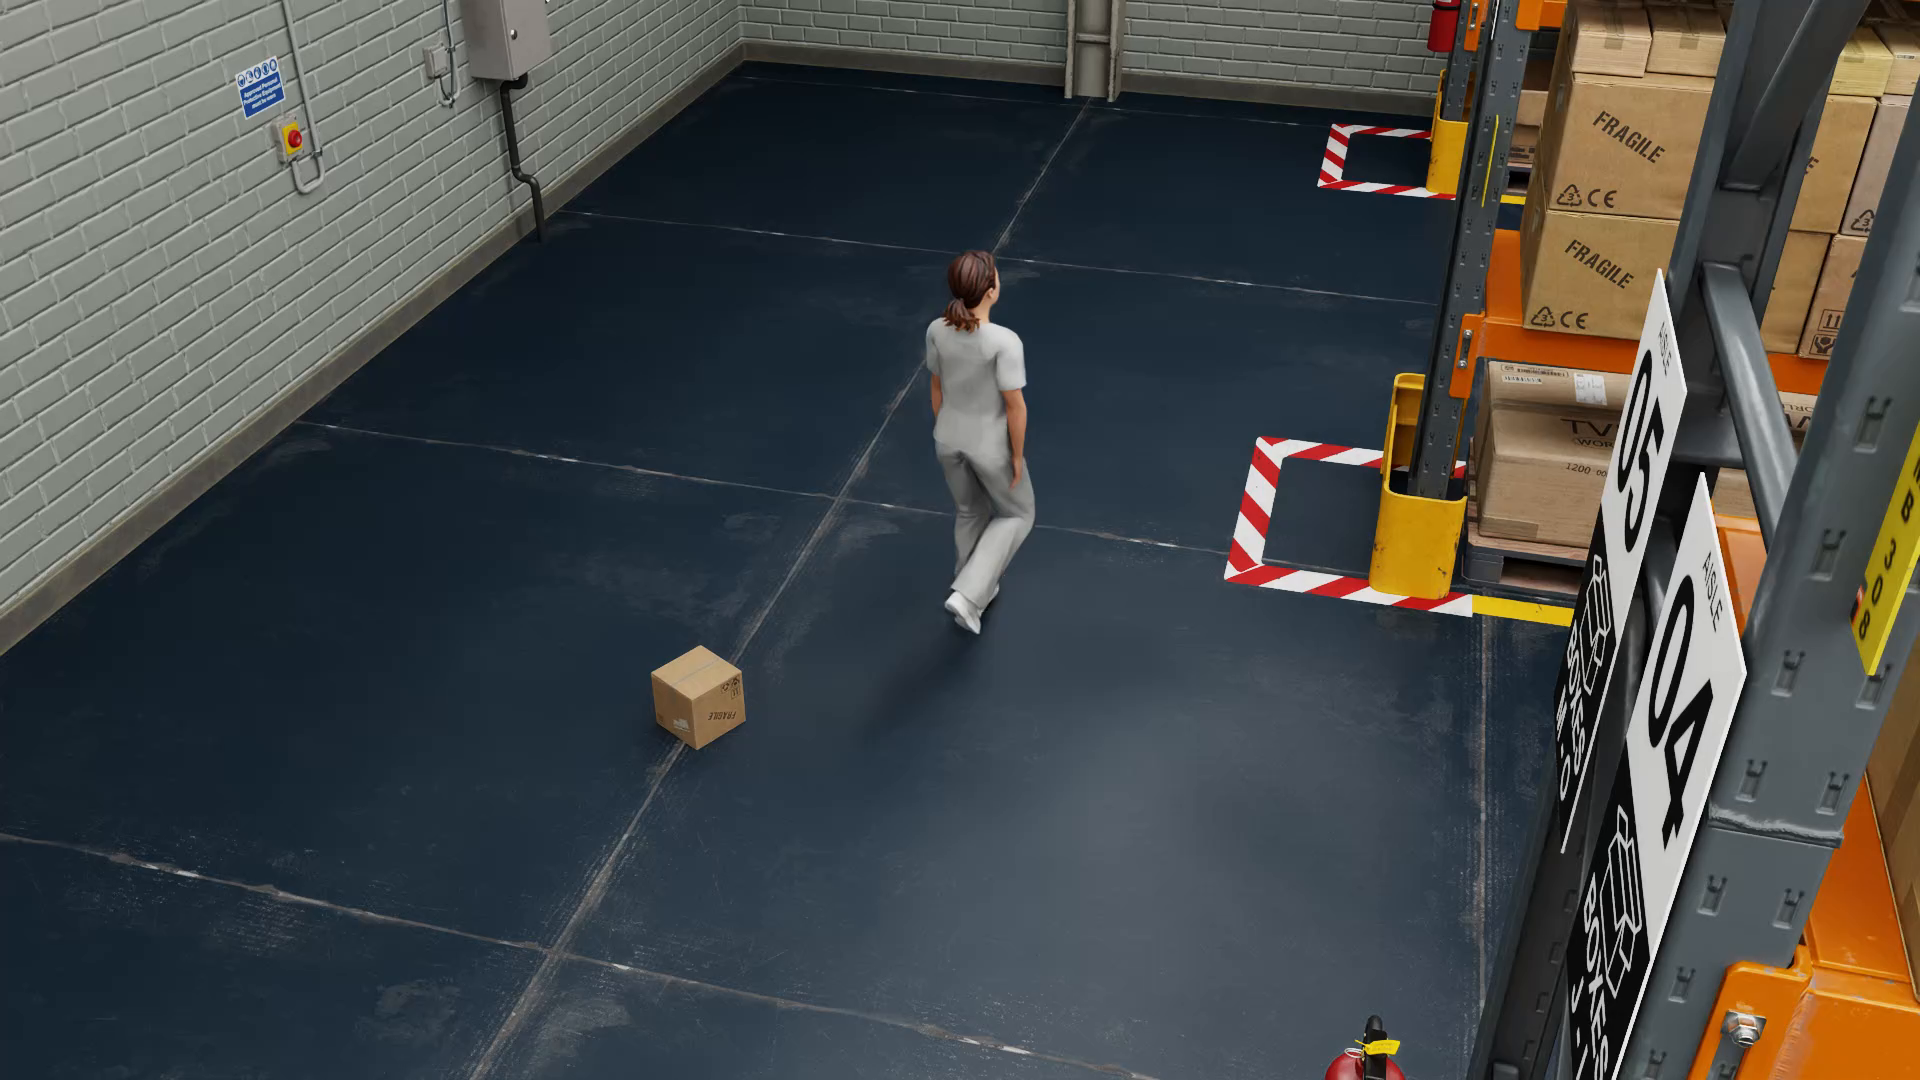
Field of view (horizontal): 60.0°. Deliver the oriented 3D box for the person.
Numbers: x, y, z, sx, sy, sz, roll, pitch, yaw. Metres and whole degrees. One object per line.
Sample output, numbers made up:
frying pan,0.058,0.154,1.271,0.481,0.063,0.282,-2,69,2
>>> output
person,0.047,-0.350,6.640,0.452,1.660,0.566,18,37,25
